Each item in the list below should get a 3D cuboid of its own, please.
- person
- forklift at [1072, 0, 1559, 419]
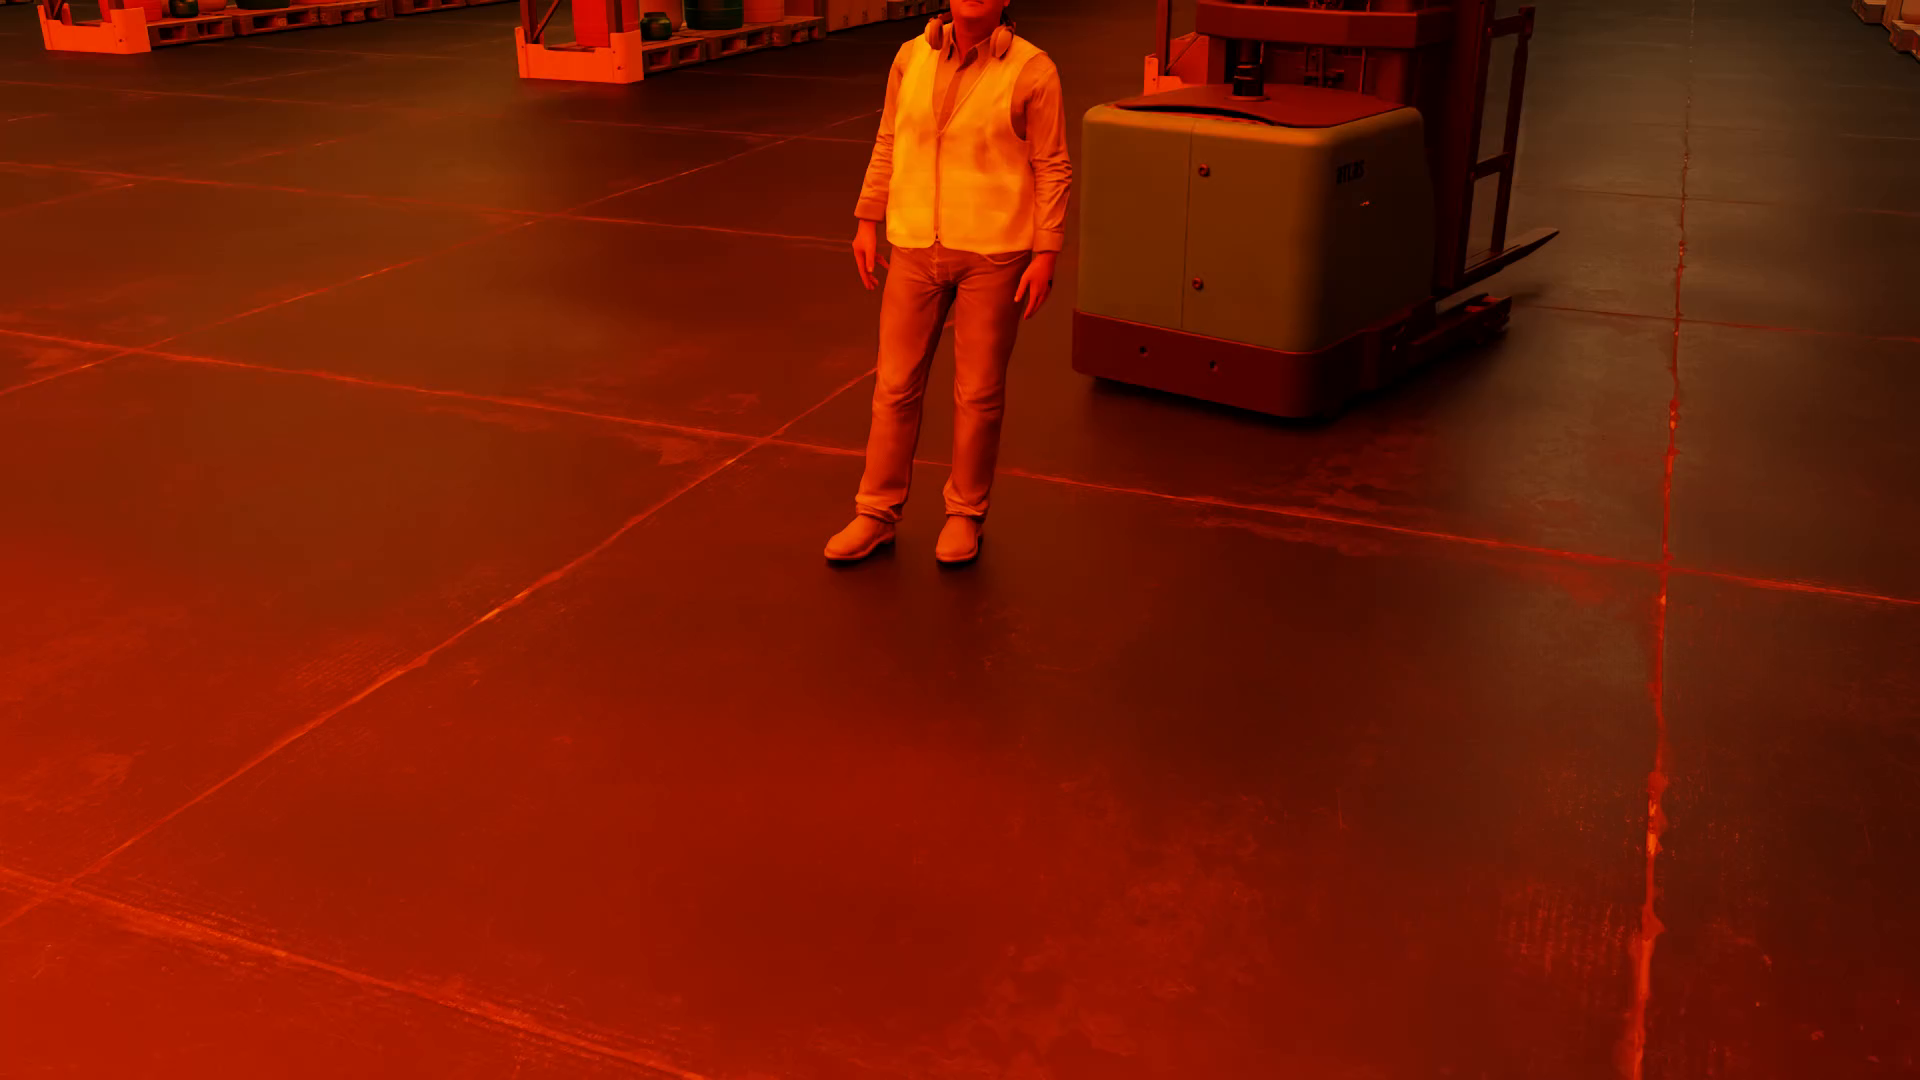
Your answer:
[{"bbox_3d":[-0.031,-0.804,4.697,0.633,1.775,0.566,9,24,21],"label":"person"},{"bbox_3d":[1.743,-2.290,6.772,1.130,2.935,3.031,17,28,35],"label":"forklift"}]
